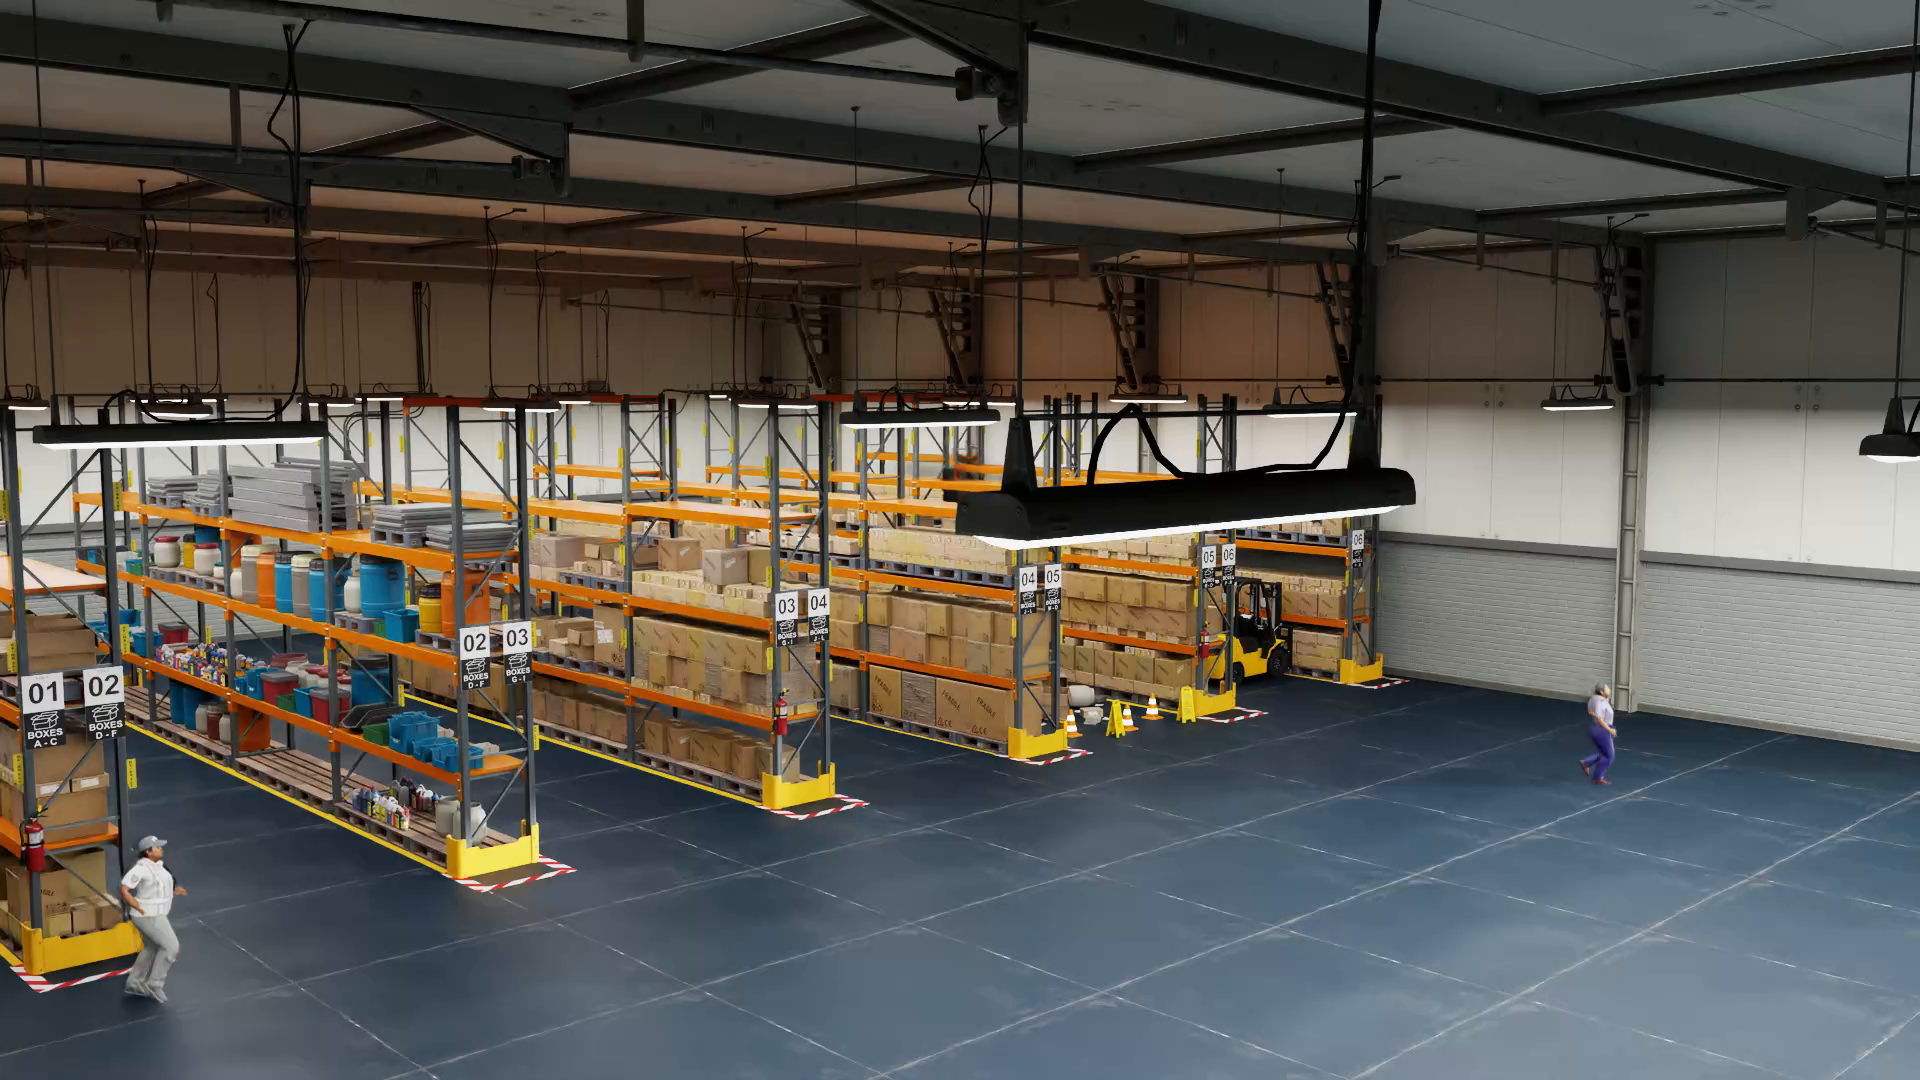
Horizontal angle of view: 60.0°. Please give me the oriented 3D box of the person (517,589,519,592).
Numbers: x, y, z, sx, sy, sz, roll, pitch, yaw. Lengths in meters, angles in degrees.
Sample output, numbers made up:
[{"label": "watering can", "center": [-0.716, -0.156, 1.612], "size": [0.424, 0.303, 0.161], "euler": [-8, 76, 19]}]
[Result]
[{"label": "person", "center": [-10.018, 1.908, 37.493], "size": [0.572, 1.626, 0.568], "euler": [-4, 7, -35]}]

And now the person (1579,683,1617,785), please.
[{"label": "person", "center": [10.019, 3.027, 26.037], "size": [0.506, 1.616, 0.605], "euler": [1, 6, 9]}]

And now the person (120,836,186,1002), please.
[{"label": "person", "center": [-8.276, 3.890, 17.081], "size": [0.625, 1.696, 0.586], "euler": [-1, 6, -14]}]
